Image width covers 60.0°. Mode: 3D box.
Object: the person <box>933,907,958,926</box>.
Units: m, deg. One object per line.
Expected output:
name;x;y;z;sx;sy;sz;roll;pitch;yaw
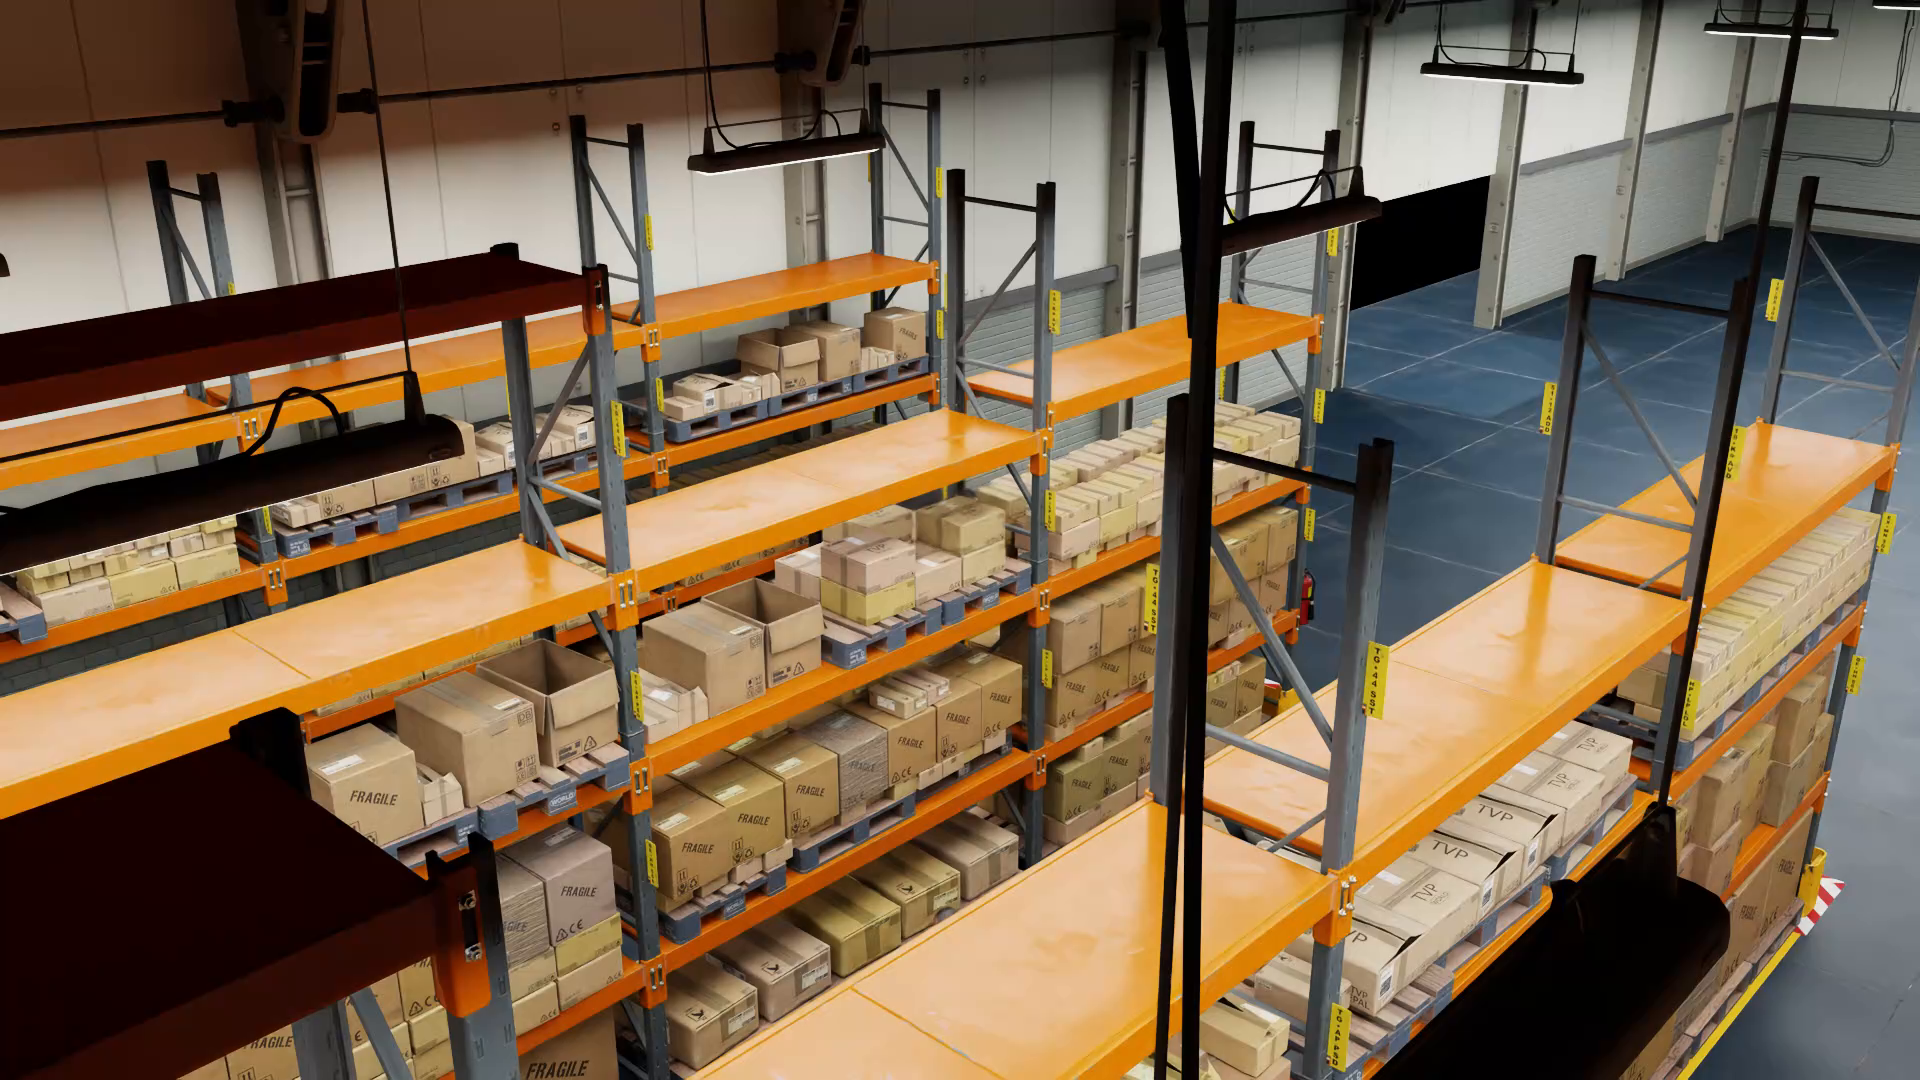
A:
person;-0.010;3.255;11.326;0.578;1.659;0.437;18;28;39
